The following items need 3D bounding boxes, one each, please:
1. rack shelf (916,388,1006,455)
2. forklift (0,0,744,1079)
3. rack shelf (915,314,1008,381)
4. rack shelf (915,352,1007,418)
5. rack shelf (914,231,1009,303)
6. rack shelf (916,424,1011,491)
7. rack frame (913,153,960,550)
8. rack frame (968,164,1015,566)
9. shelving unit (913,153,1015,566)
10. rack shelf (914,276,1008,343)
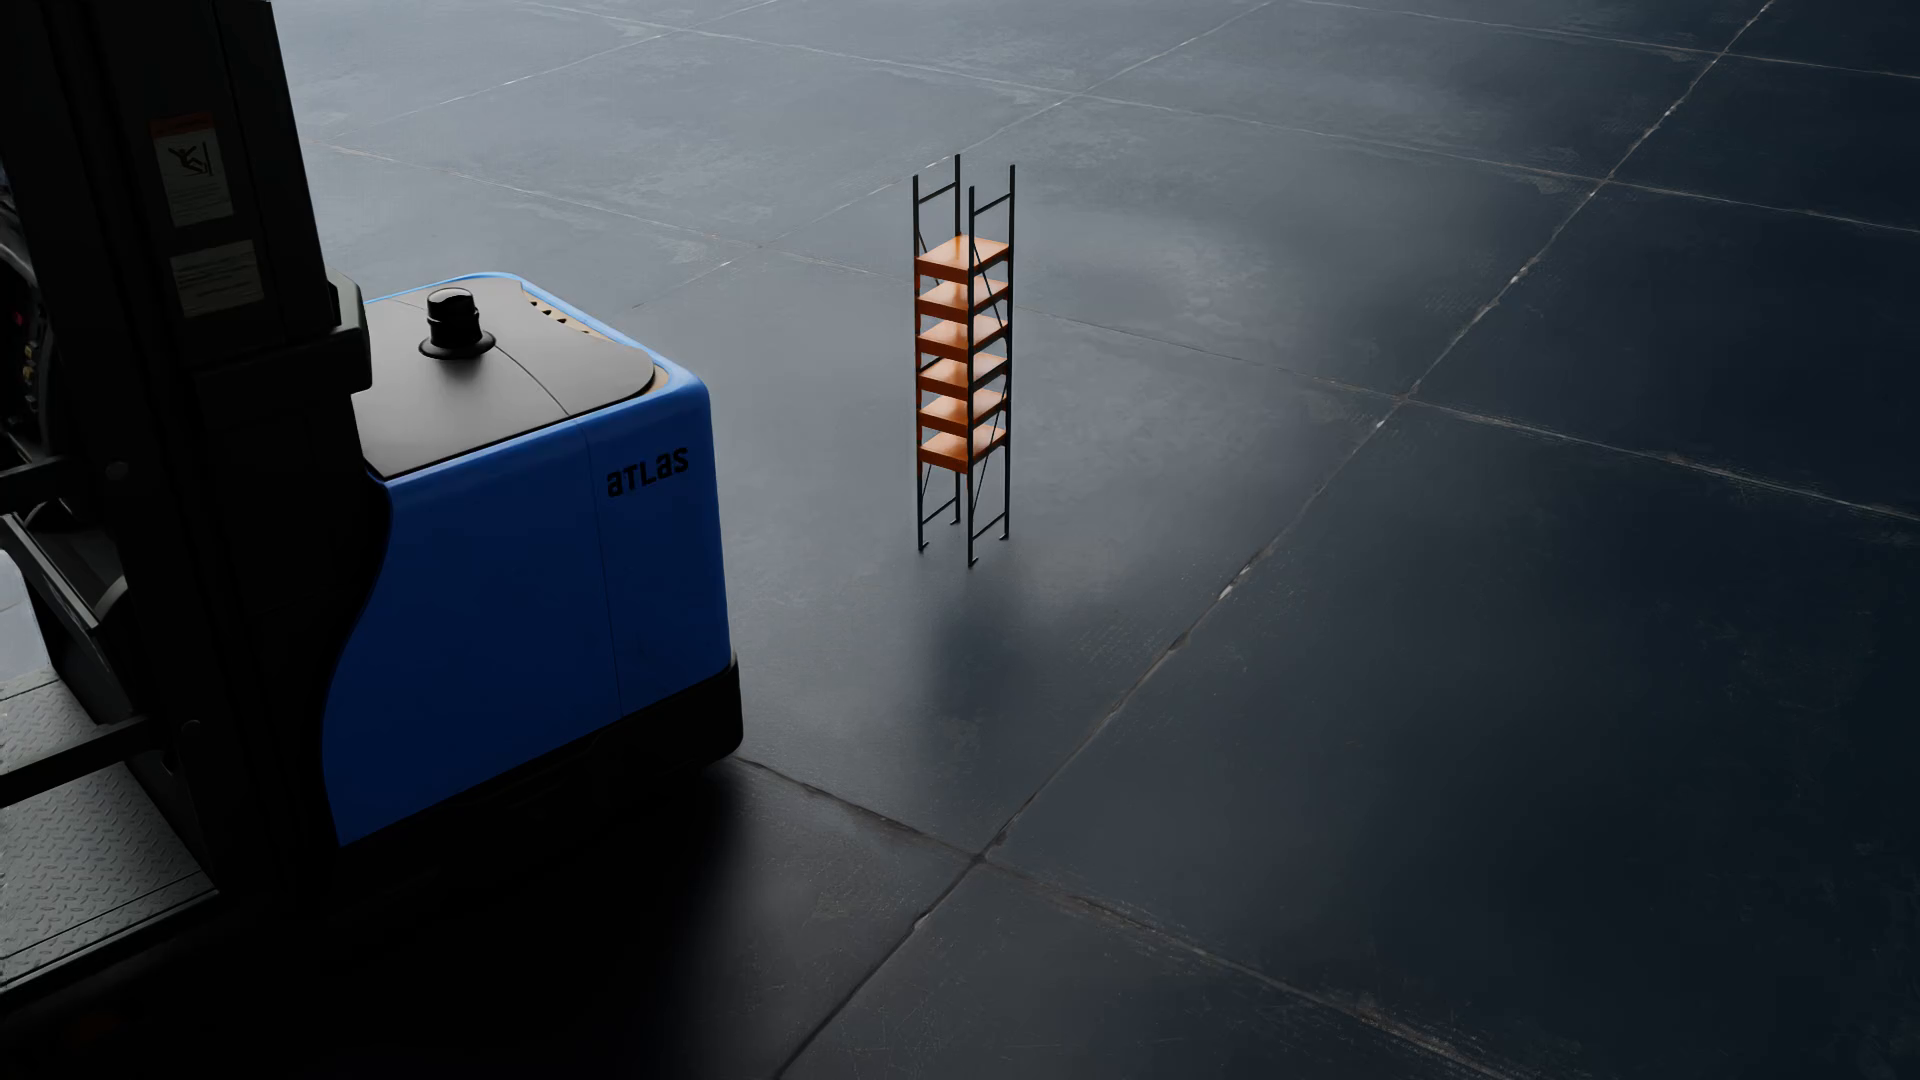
[{"bbox_3d":[0.012,-0.372,5.024,0.180,0.103,0.258,18,35,27],"label":"rack shelf"},{"bbox_3d":[-1.989,-0.386,3.003,3.031,2.935,1.130,-24,38,-35],"label":"forklift"},{"bbox_3d":[0.012,-0.580,4.903,0.180,0.103,0.258,18,35,27],"label":"rack shelf"},{"bbox_3d":[0.012,-0.476,4.963,0.180,0.103,0.258,18,35,27],"label":"rack shelf"},{"bbox_3d":[0.012,-0.787,4.782,0.180,0.103,0.258,18,35,27],"label":"rack shelf"},{"bbox_3d":[0.012,-0.269,5.084,0.180,0.103,0.258,18,35,27],"label":"rack shelf"},{"bbox_3d":[-0.065,-0.539,4.983,0.006,1.200,0.240,18,35,27],"label":"rack frame"},{"bbox_3d":[0.090,-0.490,4.899,0.006,1.200,0.240,18,35,27],"label":"rack frame"},{"bbox_3d":[0.012,-0.514,4.941,0.189,1.200,0.258,18,35,27],"label":"shelving unit"},{"bbox_3d":[0.012,-0.683,4.842,0.180,0.103,0.258,18,35,27],"label":"rack shelf"}]
